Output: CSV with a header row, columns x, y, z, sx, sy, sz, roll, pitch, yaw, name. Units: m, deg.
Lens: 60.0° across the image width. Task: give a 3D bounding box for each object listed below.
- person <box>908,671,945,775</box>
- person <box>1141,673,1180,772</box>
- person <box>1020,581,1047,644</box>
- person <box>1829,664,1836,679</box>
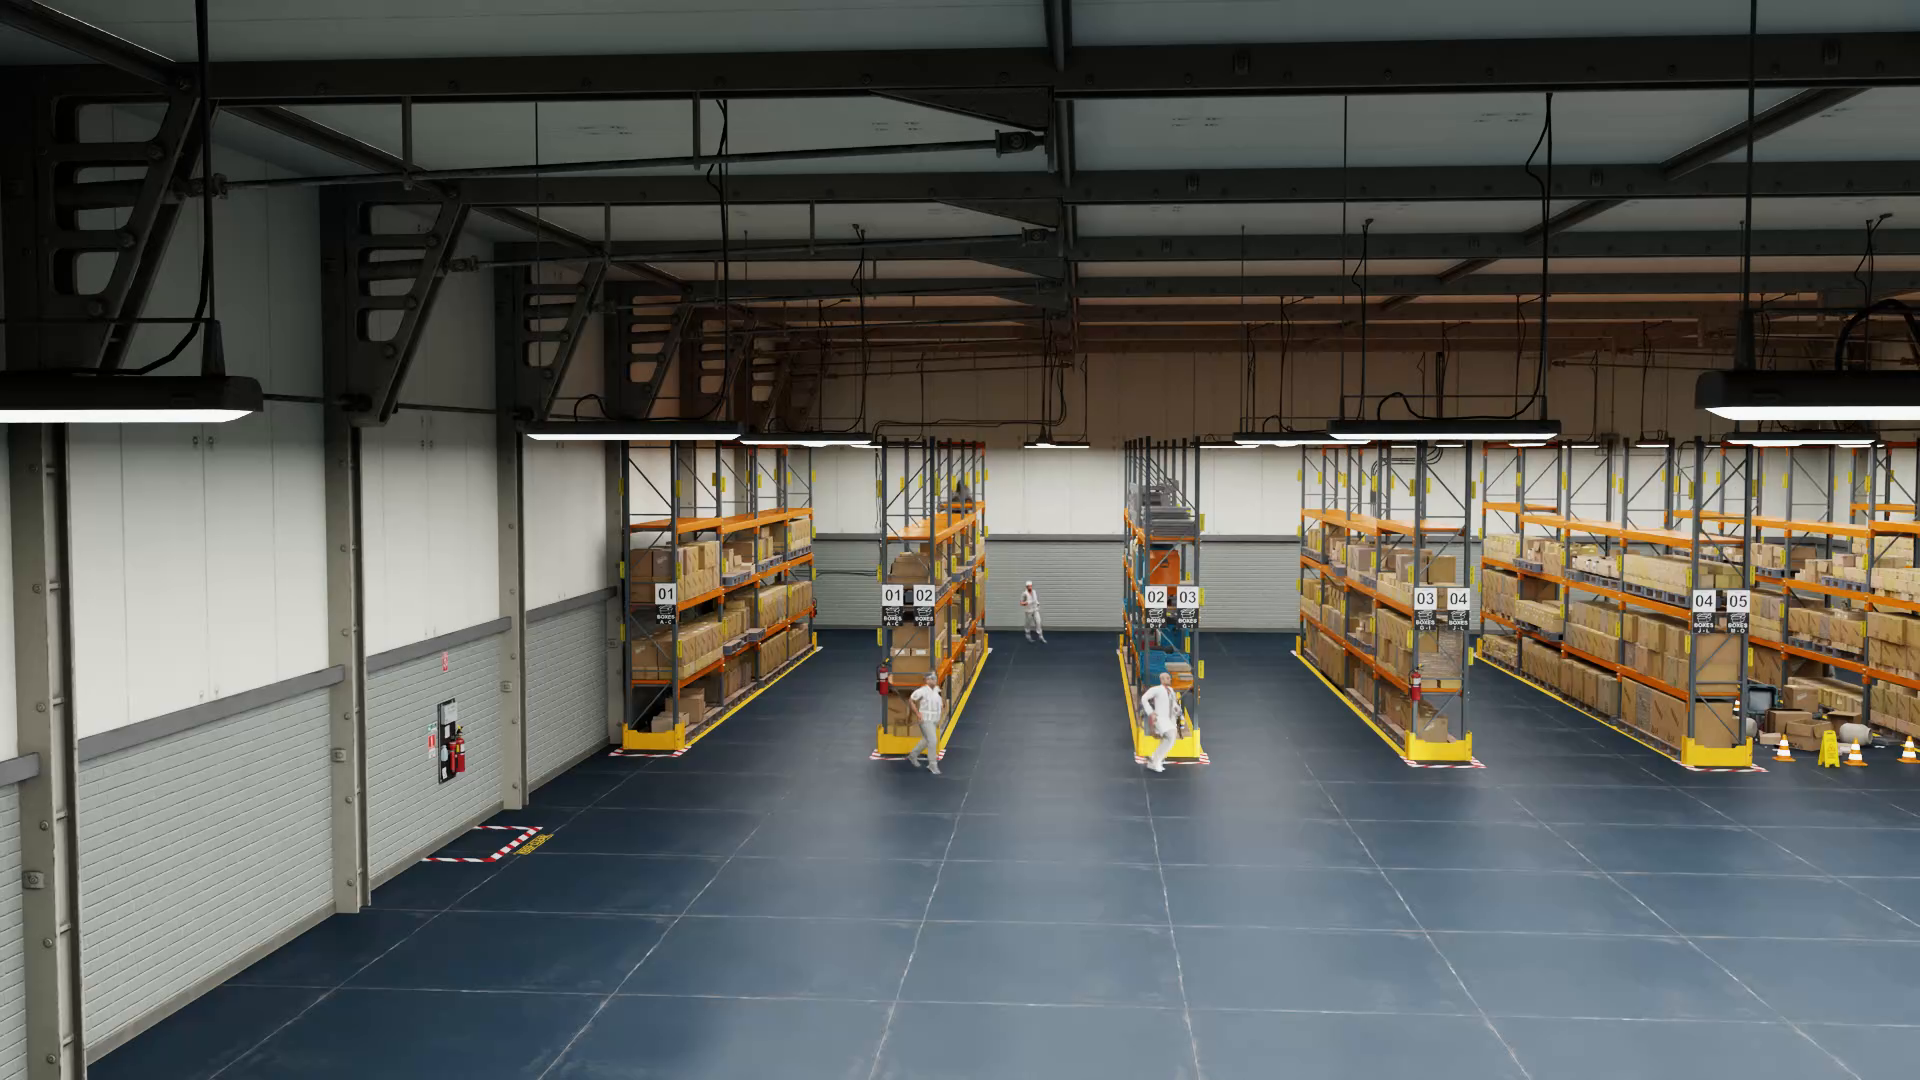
x,y,z,sx,sy,sz,roll,pitch,yaw,name
-0.581,3.247,29.787,0.849,1.832,0.671,2,4,34,person
3.667,3.257,29.828,0.610,1.747,0.717,2,4,35,person
1.954,2.002,47.281,0.664,1.686,0.771,-1,3,-25,person
21.140,2.680,40.595,0.624,1.822,1.010,0,3,9,person
